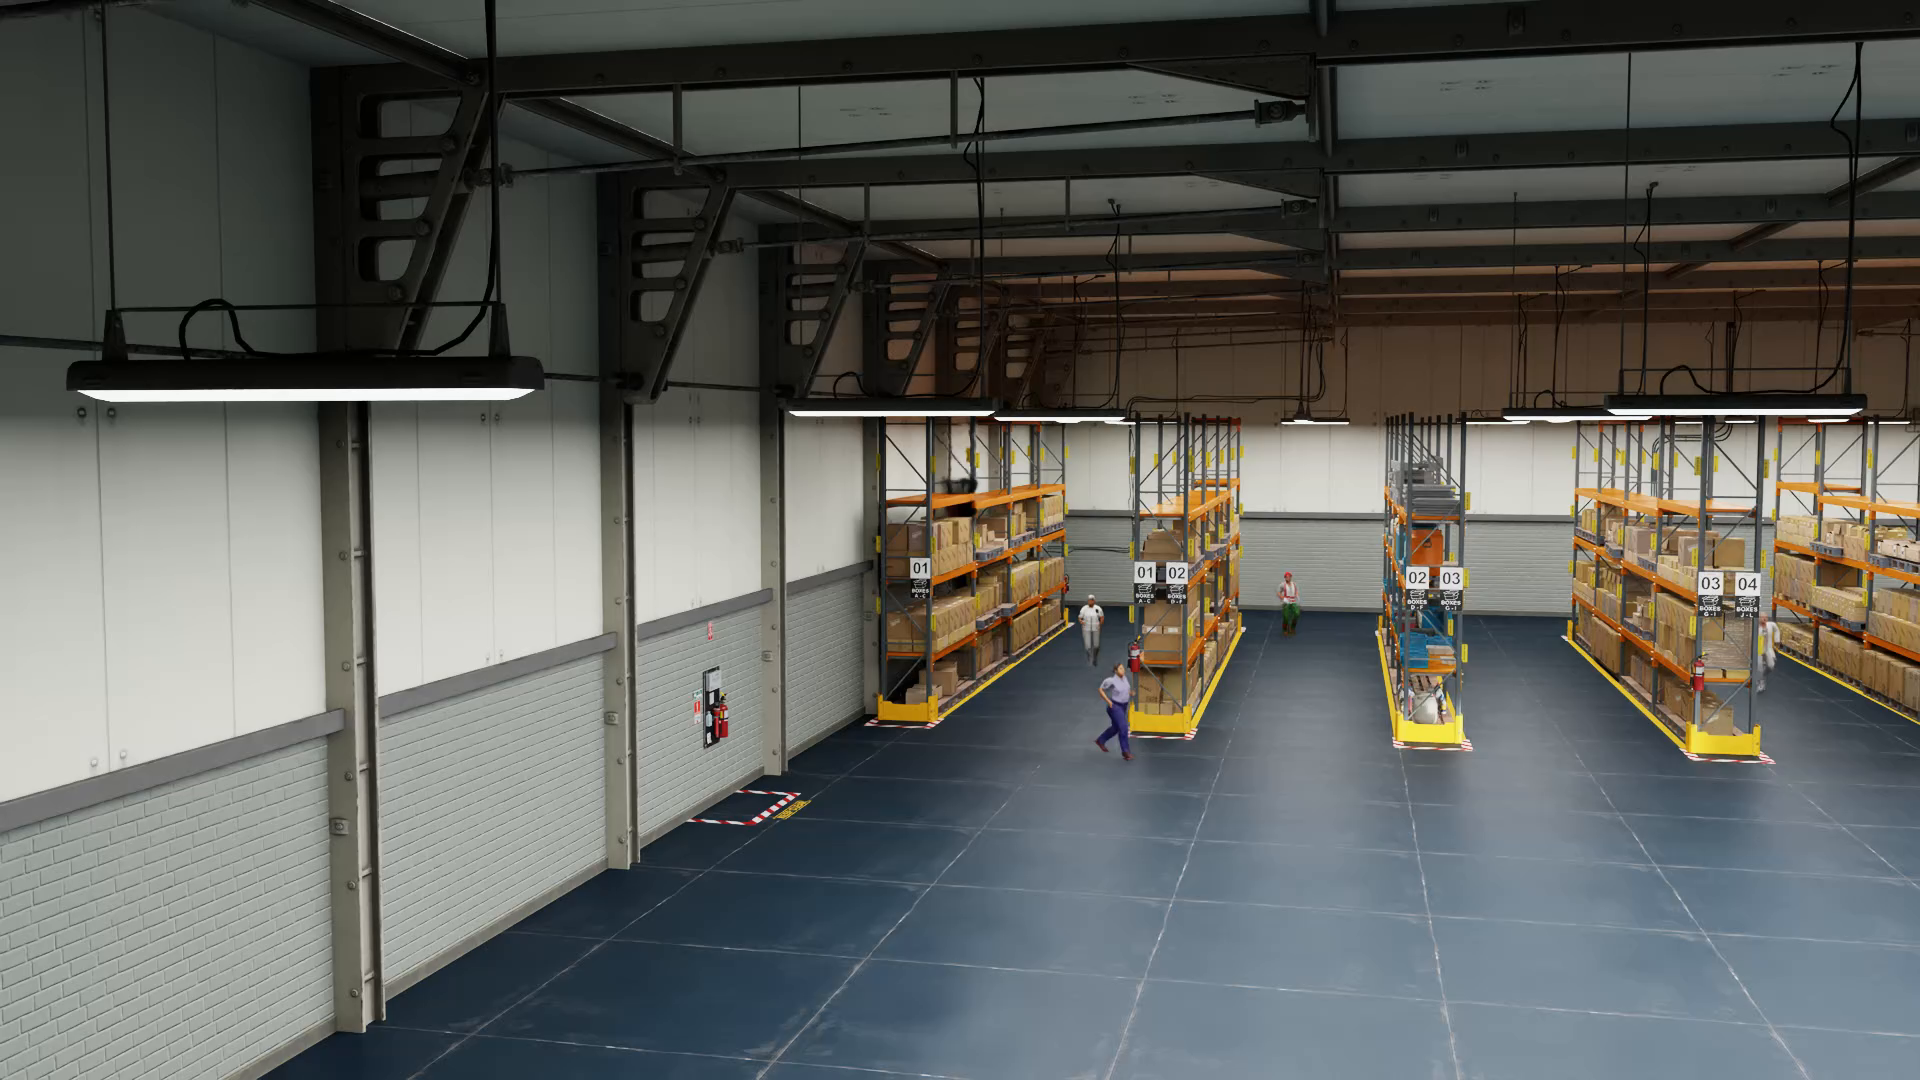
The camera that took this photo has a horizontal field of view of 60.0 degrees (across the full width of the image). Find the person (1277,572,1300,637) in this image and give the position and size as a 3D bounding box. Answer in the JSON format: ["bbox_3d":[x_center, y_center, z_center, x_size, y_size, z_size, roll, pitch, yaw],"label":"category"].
[{"bbox_3d":[9.023,1.759,45.576,0.673,1.769,0.645,-1,4,-12],"label":"person"}]

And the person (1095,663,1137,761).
[{"bbox_3d":[2.728,2.962,28.863,0.862,1.660,0.589,3,5,36],"label":"person"}]

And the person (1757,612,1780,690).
[{"bbox_3d":[17.376,2.415,35.929,0.759,1.727,0.794,1,4,8],"label":"person"}]

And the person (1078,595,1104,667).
[{"bbox_3d":[2.990,2.086,37.829,0.599,1.662,0.509,0,4,2],"label":"person"}]
